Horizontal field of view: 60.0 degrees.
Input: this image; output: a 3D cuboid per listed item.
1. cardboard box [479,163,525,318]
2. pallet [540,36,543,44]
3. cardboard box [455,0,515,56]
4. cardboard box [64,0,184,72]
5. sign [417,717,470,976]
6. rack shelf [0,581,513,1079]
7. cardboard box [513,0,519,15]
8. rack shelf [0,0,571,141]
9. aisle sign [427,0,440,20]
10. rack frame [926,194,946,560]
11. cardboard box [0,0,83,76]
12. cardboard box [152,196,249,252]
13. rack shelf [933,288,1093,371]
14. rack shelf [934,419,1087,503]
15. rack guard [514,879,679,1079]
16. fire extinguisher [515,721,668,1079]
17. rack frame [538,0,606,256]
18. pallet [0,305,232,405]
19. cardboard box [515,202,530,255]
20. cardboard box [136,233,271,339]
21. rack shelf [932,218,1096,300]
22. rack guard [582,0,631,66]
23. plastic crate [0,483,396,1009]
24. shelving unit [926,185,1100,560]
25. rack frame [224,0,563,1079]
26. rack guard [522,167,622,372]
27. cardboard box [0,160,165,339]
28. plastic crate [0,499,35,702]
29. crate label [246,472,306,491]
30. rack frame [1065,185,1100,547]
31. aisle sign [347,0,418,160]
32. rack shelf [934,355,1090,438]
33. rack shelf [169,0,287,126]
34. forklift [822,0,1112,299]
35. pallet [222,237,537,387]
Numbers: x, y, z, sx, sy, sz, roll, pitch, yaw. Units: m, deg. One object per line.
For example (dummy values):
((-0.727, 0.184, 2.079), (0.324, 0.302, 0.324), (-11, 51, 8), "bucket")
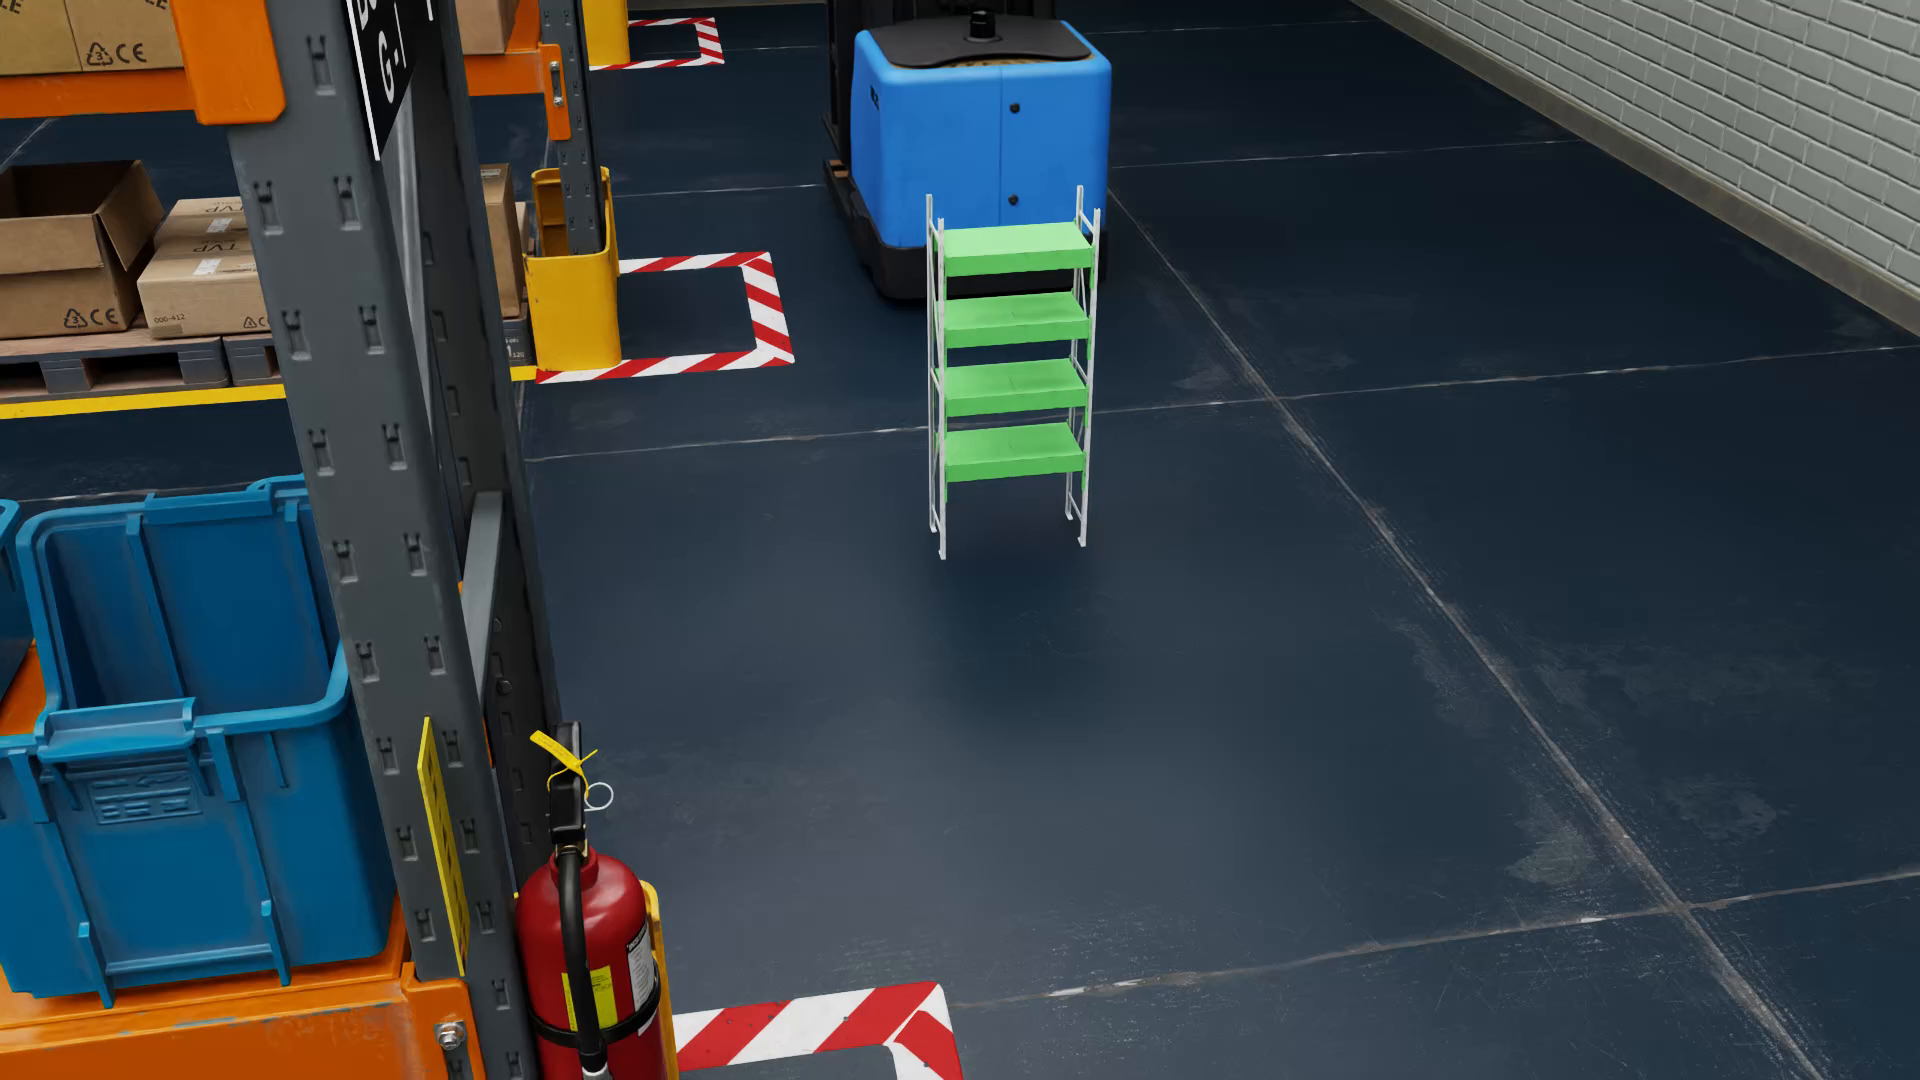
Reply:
((-2.112, -1.241, 6.933), (0.500, 0.500, 0.500), (-5, 31, -9), "cardboard box")
((-3.290, -3.456, 11.420), (1.213, 0.211, 1.003), (-5, 31, -9), "pallet")
((-2.013, -2.167, 6.378), (0.500, 0.500, 0.500), (-4, 31, -7), "cardboard box")
((-3.015, -2.075, 6.222), (0.500, 0.500, 0.500), (-5, 31, -9), "cardboard box")
((-0.618, 0.372, 1.998), (0.005, 0.325, 0.100), (-5, 31, -9), "sign")
((-2.700, 0.662, 2.375), (4.000, 0.370, 1.077), (-5, 31, -9), "rack shelf")
((-2.106, -2.435, 6.833), (0.500, 0.500, 0.500), (-5, 31, -8), "cardboard box")
((-3.589, -1.808, 6.576), (4.000, 0.370, 1.077), (-5, 31, -9), "rack shelf")
((-0.716, -1.106, 2.107), (0.004, 0.787, 0.394), (-5, 31, -9), "aisle sign")
((-0.077, -0.510, 5.434), (0.015, 1.200, 0.240), (-5, 31, -9), "rack frame")
((-3.510, -2.030, 6.144), (0.500, 0.500, 0.500), (-6, 31, -10), "cardboard box")
((-3.191, -1.306, 7.290), (0.500, 0.250, 0.500), (-5, 31, -9), "cardboard box")
((0.163, -0.684, 5.382), (0.480, 0.148, 0.258), (-5, 31, -9), "rack shelf")
((0.163, -0.270, 5.626), (0.480, 0.148, 0.258), (-5, 31, -9), "rack shelf")
((-0.712, 1.238, 3.151), (0.348, 0.500, 1.175), (-5, 31, -9), "rack guard")
((-0.503, 0.576, 2.255), (0.183, 0.674, 0.296), (-5, 31, -9), "fire extinguisher")
((-1.622, -2.301, 6.704), (0.127, 3.000, 1.000), (-5, 31, -9), "rack frame")
((-3.678, -0.909, 7.088), (1.213, 0.211, 1.003), (-5, 31, -9), "pallet")
((-2.095, -1.395, 7.541), (0.250, 0.149, 0.380), (-5, 31, -9), "cardboard box")
((-3.052, -1.061, 6.874), (0.500, 0.250, 0.500), (-5, 31, -9), "cardboard box")
((0.163, -0.891, 5.261), (0.480, 0.148, 0.258), (-5, 31, -9), "rack shelf")
((-2.494, -3.695, 11.541), (0.348, 0.500, 1.175), (-5, 31, -9), "rack guard")
((-1.029, 0.252, 2.269), (0.499, 0.435, 0.616), (-5, 31, -9), "plastic crate")
((0.163, -0.532, 5.472), (0.503, 1.200, 0.258), (-5, 31, -9), "shelving unit")
((-0.733, 0.171, 2.500), (0.053, 2.616, 0.949), (-5, 31, -9), "rack frame")
((-1.696, -1.216, 7.326), (0.348, 0.500, 1.175), (-5, 31, -9), "rack guard")
((-3.709, -1.223, 6.900), (0.637, 0.503, 0.797), (-5, 31, -9), "cardboard box")
((-1.683, 0.134, 2.669), (0.300, 0.233, 0.416), (-5, 31, -9), "plastic crate")
((-1.035, 0.074, 2.771), (0.303, 0.233, 0.416), (-5, 31, -9), "crate label")
((0.403, -0.555, 5.509), (0.015, 1.200, 0.240), (-5, 31, -9), "rack frame")
((-0.610, -0.812, 1.607), (0.004, 0.787, 0.394), (-5, 31, -9), "aisle sign")
((0.163, -0.477, 5.504), (0.480, 0.148, 0.258), (-5, 31, -9), "rack shelf")
((-2.700, -0.631, 1.615), (4.000, 0.370, 1.077), (-5, 31, -9), "rack shelf")
((-0.121, -3.073, 8.084), (1.130, 2.935, 3.031), (-6, 31, -10), "forklift")
((-2.480, -1.019, 7.274), (1.213, 0.211, 1.003), (-5, 31, -9), "pallet")
